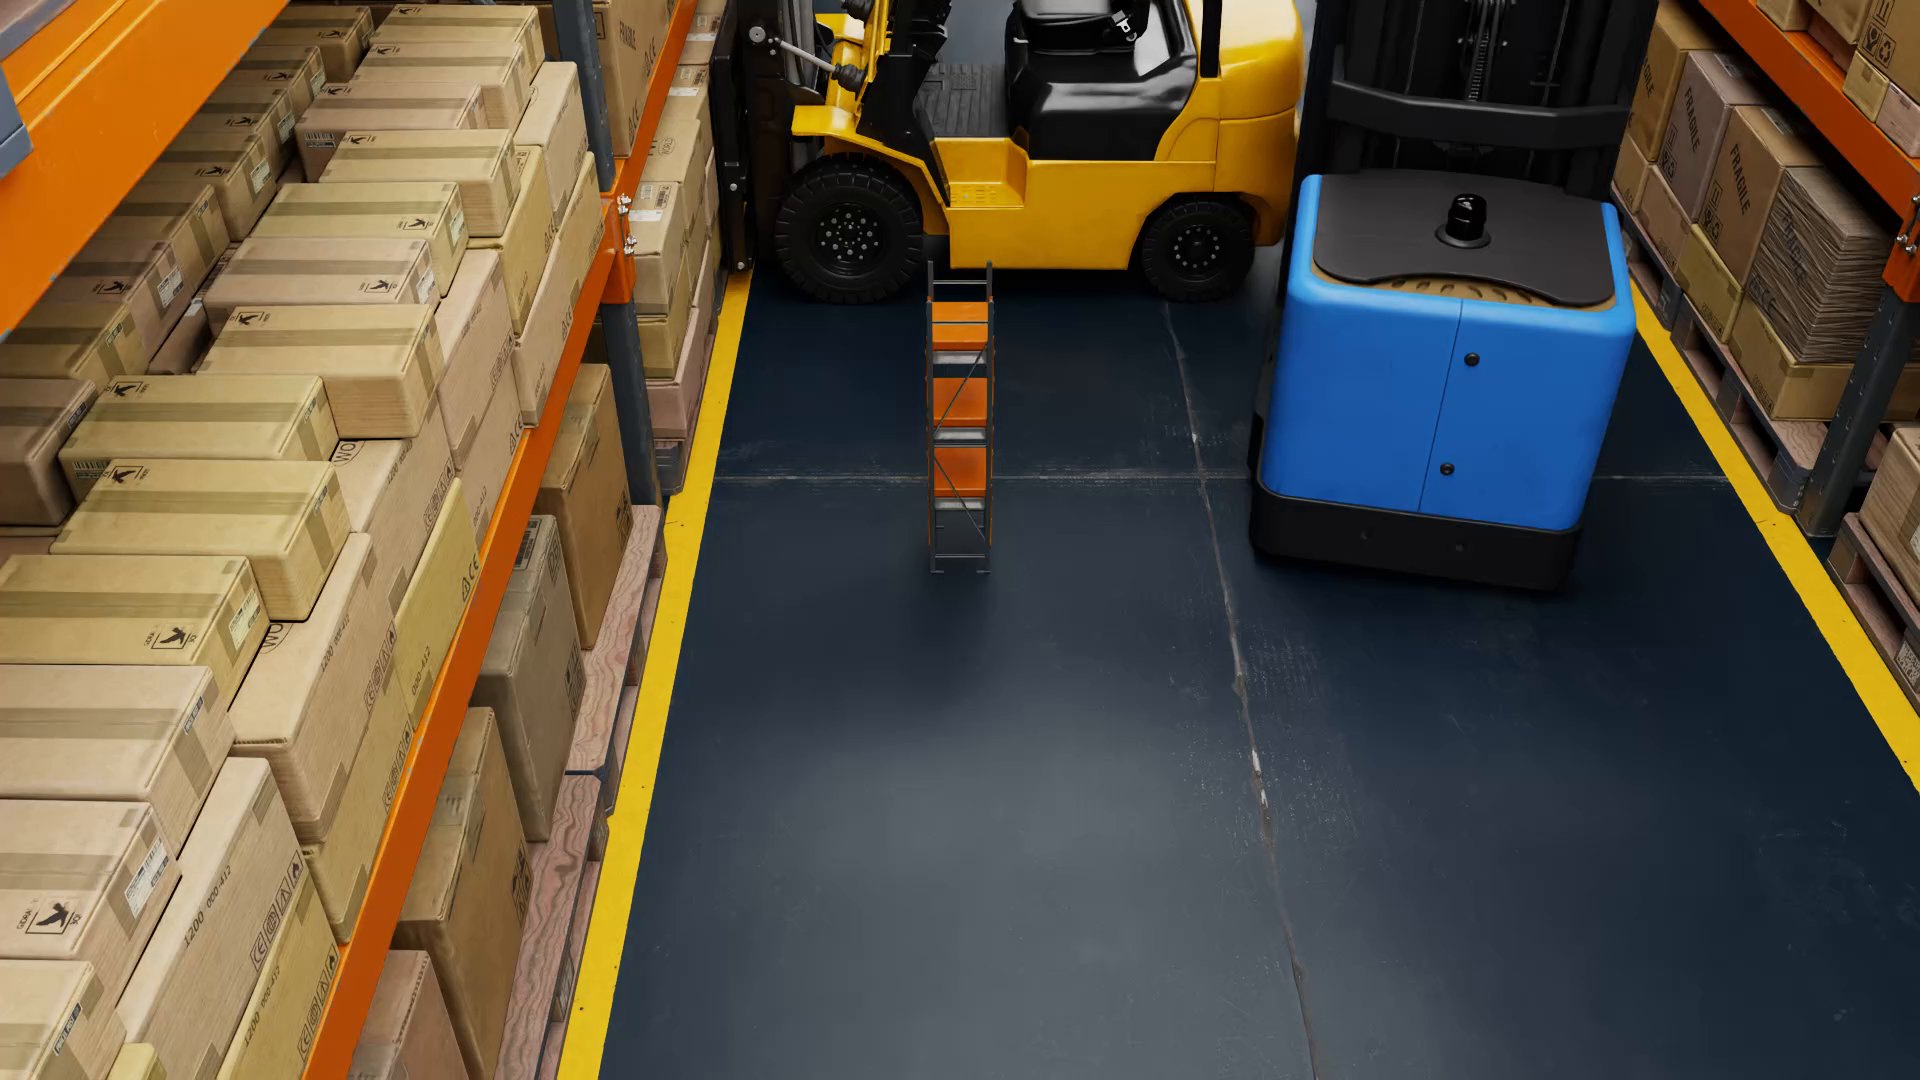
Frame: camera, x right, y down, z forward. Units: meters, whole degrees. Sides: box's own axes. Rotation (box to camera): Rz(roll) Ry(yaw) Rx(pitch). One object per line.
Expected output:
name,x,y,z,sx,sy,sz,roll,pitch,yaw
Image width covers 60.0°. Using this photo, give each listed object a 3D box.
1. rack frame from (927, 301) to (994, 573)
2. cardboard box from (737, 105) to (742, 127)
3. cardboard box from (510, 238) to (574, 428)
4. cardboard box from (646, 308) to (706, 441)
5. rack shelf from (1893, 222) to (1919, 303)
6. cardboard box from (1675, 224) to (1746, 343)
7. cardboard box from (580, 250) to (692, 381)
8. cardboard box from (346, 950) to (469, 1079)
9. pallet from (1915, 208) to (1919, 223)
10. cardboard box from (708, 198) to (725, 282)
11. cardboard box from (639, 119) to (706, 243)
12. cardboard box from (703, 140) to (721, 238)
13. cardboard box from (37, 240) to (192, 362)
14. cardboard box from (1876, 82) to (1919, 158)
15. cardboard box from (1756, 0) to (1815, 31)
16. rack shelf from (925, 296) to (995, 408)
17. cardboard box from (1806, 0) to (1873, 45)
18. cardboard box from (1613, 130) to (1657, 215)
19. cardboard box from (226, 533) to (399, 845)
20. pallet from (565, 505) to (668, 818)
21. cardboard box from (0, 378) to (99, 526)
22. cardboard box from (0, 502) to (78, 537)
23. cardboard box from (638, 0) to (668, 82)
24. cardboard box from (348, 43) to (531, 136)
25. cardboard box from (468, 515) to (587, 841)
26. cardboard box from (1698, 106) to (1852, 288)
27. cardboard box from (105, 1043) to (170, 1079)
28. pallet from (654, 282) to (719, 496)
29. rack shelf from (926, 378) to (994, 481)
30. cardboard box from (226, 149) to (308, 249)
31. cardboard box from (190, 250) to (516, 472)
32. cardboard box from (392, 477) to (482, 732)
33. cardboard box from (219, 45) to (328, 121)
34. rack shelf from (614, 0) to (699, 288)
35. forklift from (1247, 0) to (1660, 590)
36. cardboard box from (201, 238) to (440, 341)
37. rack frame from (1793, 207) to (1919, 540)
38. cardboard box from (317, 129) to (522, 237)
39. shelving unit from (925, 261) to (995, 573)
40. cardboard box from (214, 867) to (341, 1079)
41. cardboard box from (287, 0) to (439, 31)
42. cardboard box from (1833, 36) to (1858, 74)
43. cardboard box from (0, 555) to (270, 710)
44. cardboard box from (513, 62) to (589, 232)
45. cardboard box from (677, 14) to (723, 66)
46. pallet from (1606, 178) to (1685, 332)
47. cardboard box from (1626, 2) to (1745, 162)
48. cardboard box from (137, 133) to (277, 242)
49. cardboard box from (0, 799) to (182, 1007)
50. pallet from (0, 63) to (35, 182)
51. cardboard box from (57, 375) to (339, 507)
rack frame,0.000,-0.300,5.285,0.200,1.050,0.008,0,39,0
cardboard box,-1.215,-2.052,7.376,0.500,0.250,0.500,-1,39,-1
cardboard box,-1.267,-0.518,4.117,0.500,0.250,0.500,0,39,0
cardboard box,-1.204,-0.599,5.962,0.500,0.250,0.500,0,39,0
rack shelf,3.431,0.320,3.527,1.077,0.370,4.000,0,39,0
cardboard box,3.149,-1.005,6.468,0.500,0.250,0.500,-1,39,-1
cardboard box,-1.227,-0.794,5.806,0.500,0.250,0.500,0,39,0
cardboard box,-1.526,1.260,3.342,0.875,0.625,0.625,1,39,1
pallet,3.284,-0.659,4.327,1.003,0.211,1.213,0,39,0
cardboard box,-1.237,-1.238,6.759,0.500,0.250,0.500,1,39,1
cardboard box,-1.212,-1.309,6.048,0.500,0.250,0.500,0,39,0
cardboard box,-1.218,-1.424,6.591,0.500,0.250,0.500,0,39,0
cardboard box,-1.801,-0.481,3.352,0.380,0.149,0.250,0,39,0
cardboard box,3.123,-1.314,5.192,0.380,0.149,0.250,0,39,-1
cardboard box,3.119,-1.950,5.985,0.380,0.149,0.250,-1,39,-1
rack shelf,0.000,-0.589,5.209,0.215,0.259,0.240,0,39,0
cardboard box,3.172,-1.966,5.487,0.500,0.500,0.500,1,39,1
cardboard box,3.155,-1.639,7.259,0.500,0.250,0.500,2,39,3
cardboard box,-1.269,0.241,2.771,0.500,0.250,0.500,-1,39,-1
pallet,-1.495,0.343,5.153,1.003,0.211,1.213,0,39,0
cardboard box,-1.754,-0.160,2.952,0.380,0.149,0.250,1,39,1
cardboard box,-1.802,-0.069,3.158,0.500,0.250,0.500,-1,39,-1
cardboard box,-1.292,-1.848,5.578,0.500,0.500,0.500,1,39,1
cardboard box,-1.294,-1.123,4.154,0.380,0.149,0.250,-1,39,-1
cardboard box,-1.530,0.369,4.454,0.875,0.625,0.625,0,39,0
cardboard box,3.157,-1.283,6.216,0.500,0.500,0.500,1,39,1
cardboard box,-1.262,0.882,1.972,0.500,0.250,0.500,0,39,0
pallet,-1.494,-0.615,6.348,1.003,0.211,1.213,0,39,0
rack shelf,0.000,-0.368,5.387,0.215,0.259,0.240,0,39,0
cardboard box,-1.800,-0.710,3.958,0.500,0.250,0.500,0,39,-1
cardboard box,-1.276,-0.394,3.563,0.500,0.250,0.500,1,39,1
cardboard box,-1.289,0.116,3.327,0.500,0.250,0.500,1,39,1
cardboard box,-1.801,-1.110,4.138,0.380,0.149,0.250,-1,39,-2
rack shelf,-1.537,-2.176,6.641,1.077,0.370,4.000,0,39,0
forklift,1.802,-1.905,5.783,1.130,2.935,3.031,8,39,10
cardboard box,-1.282,-0.485,3.358,0.380,0.149,0.250,0,39,0
rack frame,3.429,-1.212,4.863,1.000,3.000,0.127,0,39,0
cardboard box,-1.214,-0.806,3.758,0.380,0.149,0.250,-1,39,-1
shelving unit,0.000,-0.376,5.380,0.215,1.050,0.252,0,39,0
cardboard box,-1.282,0.762,2.520,0.500,0.250,0.500,-1,39,-1
cardboard box,-1.806,-1.525,5.175,0.500,0.500,0.500,0,39,0
cardboard box,3.194,-1.634,5.591,0.380,0.149,0.250,0,39,0
cardboard box,-1.307,0.156,2.558,0.380,0.149,0.250,0,39,0
cardboard box,-1.279,-1.035,4.363,0.500,0.250,0.500,-1,39,-1
cardboard box,-1.217,-1.949,6.846,0.500,0.250,0.500,-1,39,-1
pallet,3.388,-1.308,7.214,1.003,0.211,1.213,0,39,0
cardboard box,3.146,-1.936,7.031,0.500,0.500,0.500,1,39,1
cardboard box,-1.781,-0.794,3.744,0.380,0.149,0.250,0,39,0
cardboard box,-1.264,0.476,2.158,0.380,0.149,0.250,1,39,1
pallet,-1.621,-0.225,1.385,1.213,0.211,1.003,2,39,2
cardboard box,-1.345,-0.166,2.959,0.380,0.149,0.250,0,39,0
